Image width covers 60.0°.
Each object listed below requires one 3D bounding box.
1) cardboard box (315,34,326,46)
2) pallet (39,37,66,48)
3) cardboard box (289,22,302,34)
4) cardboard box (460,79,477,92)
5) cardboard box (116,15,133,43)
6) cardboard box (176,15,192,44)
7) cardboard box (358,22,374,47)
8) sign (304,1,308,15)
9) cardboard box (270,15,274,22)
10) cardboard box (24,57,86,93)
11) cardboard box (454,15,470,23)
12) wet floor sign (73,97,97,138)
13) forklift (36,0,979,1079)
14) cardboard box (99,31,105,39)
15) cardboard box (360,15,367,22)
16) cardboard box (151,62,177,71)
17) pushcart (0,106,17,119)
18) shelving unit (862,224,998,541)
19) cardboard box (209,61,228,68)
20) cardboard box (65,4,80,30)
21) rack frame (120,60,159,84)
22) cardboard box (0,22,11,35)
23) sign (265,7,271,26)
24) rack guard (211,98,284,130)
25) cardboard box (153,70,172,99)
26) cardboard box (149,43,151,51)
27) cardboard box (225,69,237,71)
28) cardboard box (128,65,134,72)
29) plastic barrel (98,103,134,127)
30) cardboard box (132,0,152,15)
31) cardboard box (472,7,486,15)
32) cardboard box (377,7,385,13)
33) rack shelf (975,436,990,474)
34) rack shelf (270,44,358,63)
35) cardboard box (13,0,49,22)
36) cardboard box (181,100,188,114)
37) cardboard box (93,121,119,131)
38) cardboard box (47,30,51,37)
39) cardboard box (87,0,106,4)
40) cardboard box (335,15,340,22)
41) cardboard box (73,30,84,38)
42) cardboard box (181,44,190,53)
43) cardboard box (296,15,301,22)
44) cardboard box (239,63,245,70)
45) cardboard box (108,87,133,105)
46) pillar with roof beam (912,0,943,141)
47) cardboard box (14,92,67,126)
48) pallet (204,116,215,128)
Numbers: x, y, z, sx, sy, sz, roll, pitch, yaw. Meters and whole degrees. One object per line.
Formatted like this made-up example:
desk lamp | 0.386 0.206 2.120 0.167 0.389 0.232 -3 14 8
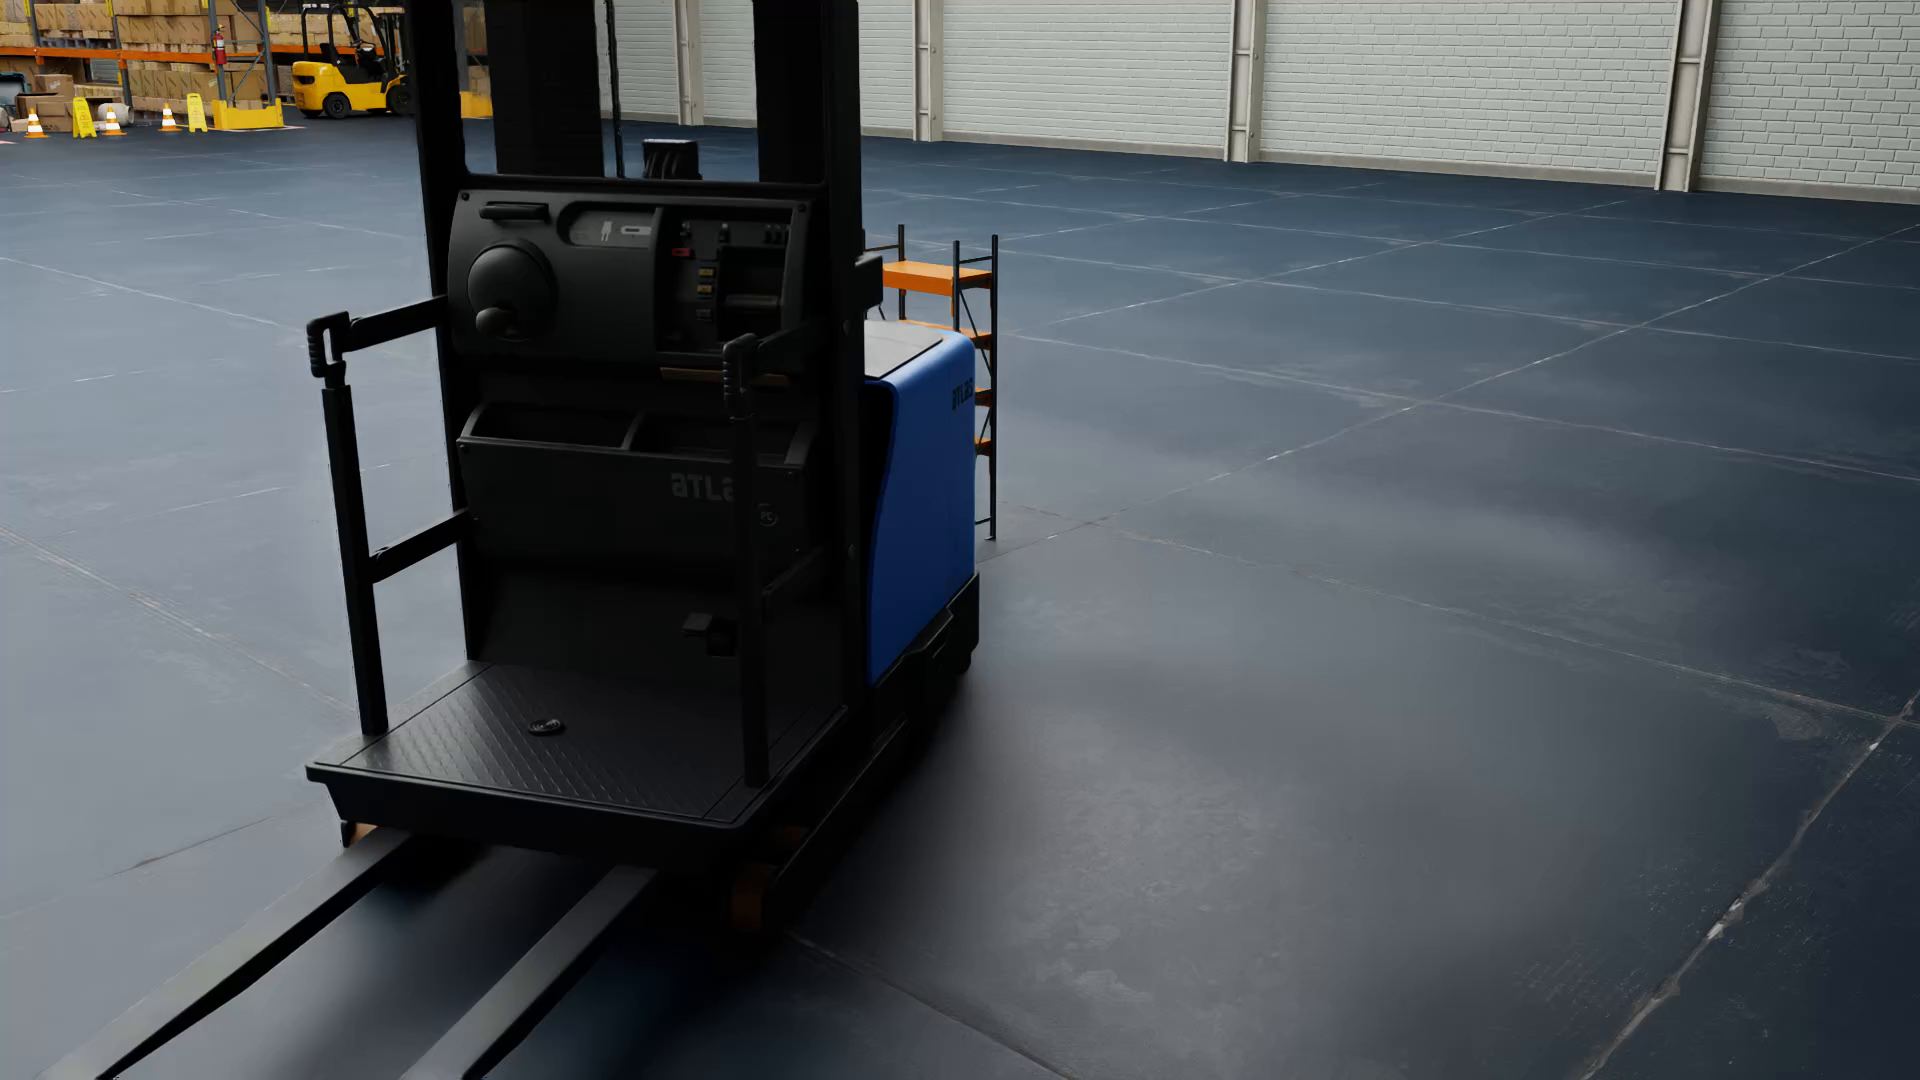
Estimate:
cardboard box | -13.845 -11.022 36.631 0.500 0.250 0.500 15 23 40
pallet | -18.244 -10.314 34.470 1.003 0.211 1.213 15 23 39
cardboard box | -14.633 -11.461 37.187 0.500 0.250 0.500 14 23 38
cardboard box | -10.144 -9.197 33.657 0.500 0.250 0.500 15 23 39
cardboard box | -15.712 -9.759 31.748 0.500 0.500 0.500 15 23 39
cardboard box | -13.824 -9.256 30.161 0.500 0.500 0.500 15 23 39
cardboard box | -12.405 -10.745 35.344 0.500 0.500 0.500 14 22 38
sign | -15.190 -12.326 38.579 0.005 0.325 0.100 15 23 39
cardboard box | -15.513 -11.875 37.832 0.250 0.149 0.380 16 24 41
cardboard box | -19.309 -9.870 35.570 0.875 0.875 0.875 15 23 39
cardboard box | -10.017 -10.405 33.202 0.250 0.149 0.380 15 23 40
wet floor sign | -14.738 -7.098 27.911 0.232 0.644 0.267 11 20 30
forklift | -0.851 -0.631 3.754 1.130 2.935 3.031 5 18 16
cardboard box | -16.610 -9.900 32.568 0.250 0.149 0.380 14 22 38
cardboard box | -12.500 -11.079 35.324 0.250 0.149 0.380 15 23 38
cardboard box | -14.951 -8.903 31.246 0.250 0.149 0.380 17 24 42
pushcart | -17.332 -7.946 31.025 0.936 0.377 1.648 7 19 21
shelving unit | -0.124 -0.605 6.535 0.503 1.200 0.258 15 23 39
cardboard box | -17.998 -11.550 40.413 0.250 0.149 0.380 14 22 36
cardboard box | -17.500 -10.461 33.265 0.500 0.500 0.500 14 22 37
rack frame | -21.539 -13.255 43.418 0.127 3.000 1.000 15 23 39
cardboard box | -20.161 -10.931 35.519 0.500 0.250 0.500 14 23 38
sign | -12.504 -9.454 30.010 0.005 0.325 0.100 15 23 39
rack guard | -12.921 -7.742 30.180 0.348 0.500 1.175 15 23 39
cardboard box | -14.799 -8.580 31.299 0.500 0.500 0.500 17 24 42
cardboard box | -15.009 -9.277 31.298 0.250 0.149 0.380 15 23 39
cardboard box | -17.176 -11.001 39.754 0.500 0.500 0.500 14 22 37
cardboard box | -21.145 -12.121 43.278 0.637 0.503 0.797 14 22 37
plastic barrel | -15.414 -7.763 30.371 0.512 0.421 0.421 -3 18 -8
cardboard box | -14.946 -10.036 30.965 0.500 0.500 0.700 14 23 38
cardboard box | -9.682 -10.656 33.502 0.250 0.149 0.380 14 23 38
cardboard box | -11.946 -11.057 34.762 0.250 0.149 0.380 16 23 40
rack shelf | -0.124 -0.352 6.615 0.480 0.148 0.258 15 23 39
rack shelf | -14.060 -10.904 37.200 4.000 0.370 1.077 15 23 39
cardboard box | -19.408 -11.093 34.790 0.500 0.500 0.500 14 23 38
cardboard box | -14.029 -8.015 30.760 0.500 0.250 0.500 15 23 39
cardboard box | -15.185 -7.365 29.574 0.380 0.149 0.250 -6 18 -18
cardboard box | -18.539 -10.433 34.249 0.250 0.149 0.380 13 22 36
cardboard box | -16.875 -10.597 32.621 0.250 0.149 0.380 14 22 38
cardboard box | -13.320 -11.329 36.113 0.250 0.149 0.380 15 23 39
cardboard box | -17.551 -10.162 33.395 0.250 0.149 0.380 16 24 41
cardboard box | -13.939 -8.952 30.276 0.250 0.149 0.380 16 23 40
cardboard box | -14.540 -11.618 37.023 0.250 0.149 0.380 16 23 40
cardboard box | -16.840 -11.232 39.410 0.250 0.149 0.380 15 23 38
cardboard box | -16.250 -8.774 32.949 0.625 0.372 0.950 15 23 40
pillar with roof beam | -3.377 -9.862 22.810 0.400 9.000 9.100 15 23 39
cardboard box | -16.563 -7.759 30.004 0.503 0.637 0.797 15 23 39
pallet | -13.505 -7.776 30.763 1.213 0.211 1.003 15 23 39
